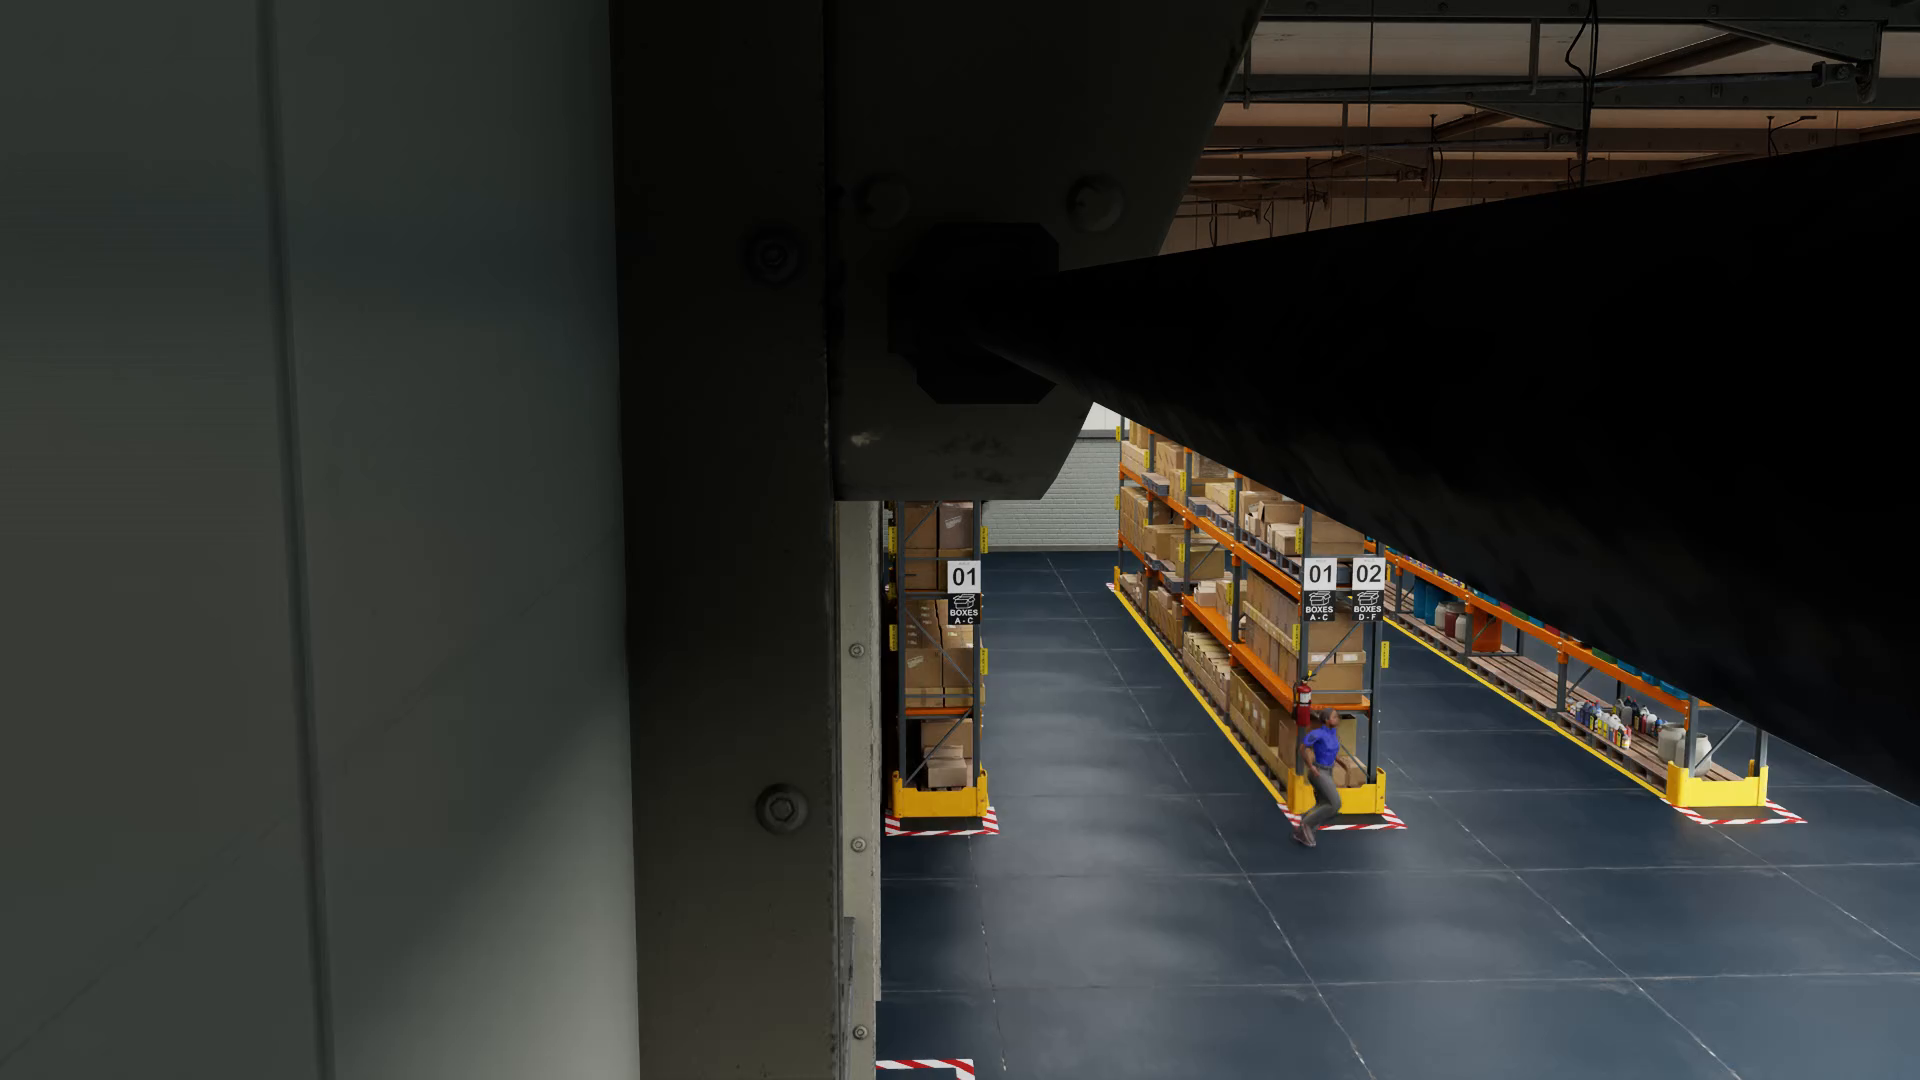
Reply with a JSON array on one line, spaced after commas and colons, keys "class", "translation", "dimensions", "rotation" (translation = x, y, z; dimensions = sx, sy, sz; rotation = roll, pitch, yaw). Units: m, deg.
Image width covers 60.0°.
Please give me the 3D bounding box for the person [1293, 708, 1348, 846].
[{"class": "person", "translation": [4.243, 2.763, 19.434], "dimensions": [0.583, 1.609, 0.591], "rotation": [5, 9, 30]}]
